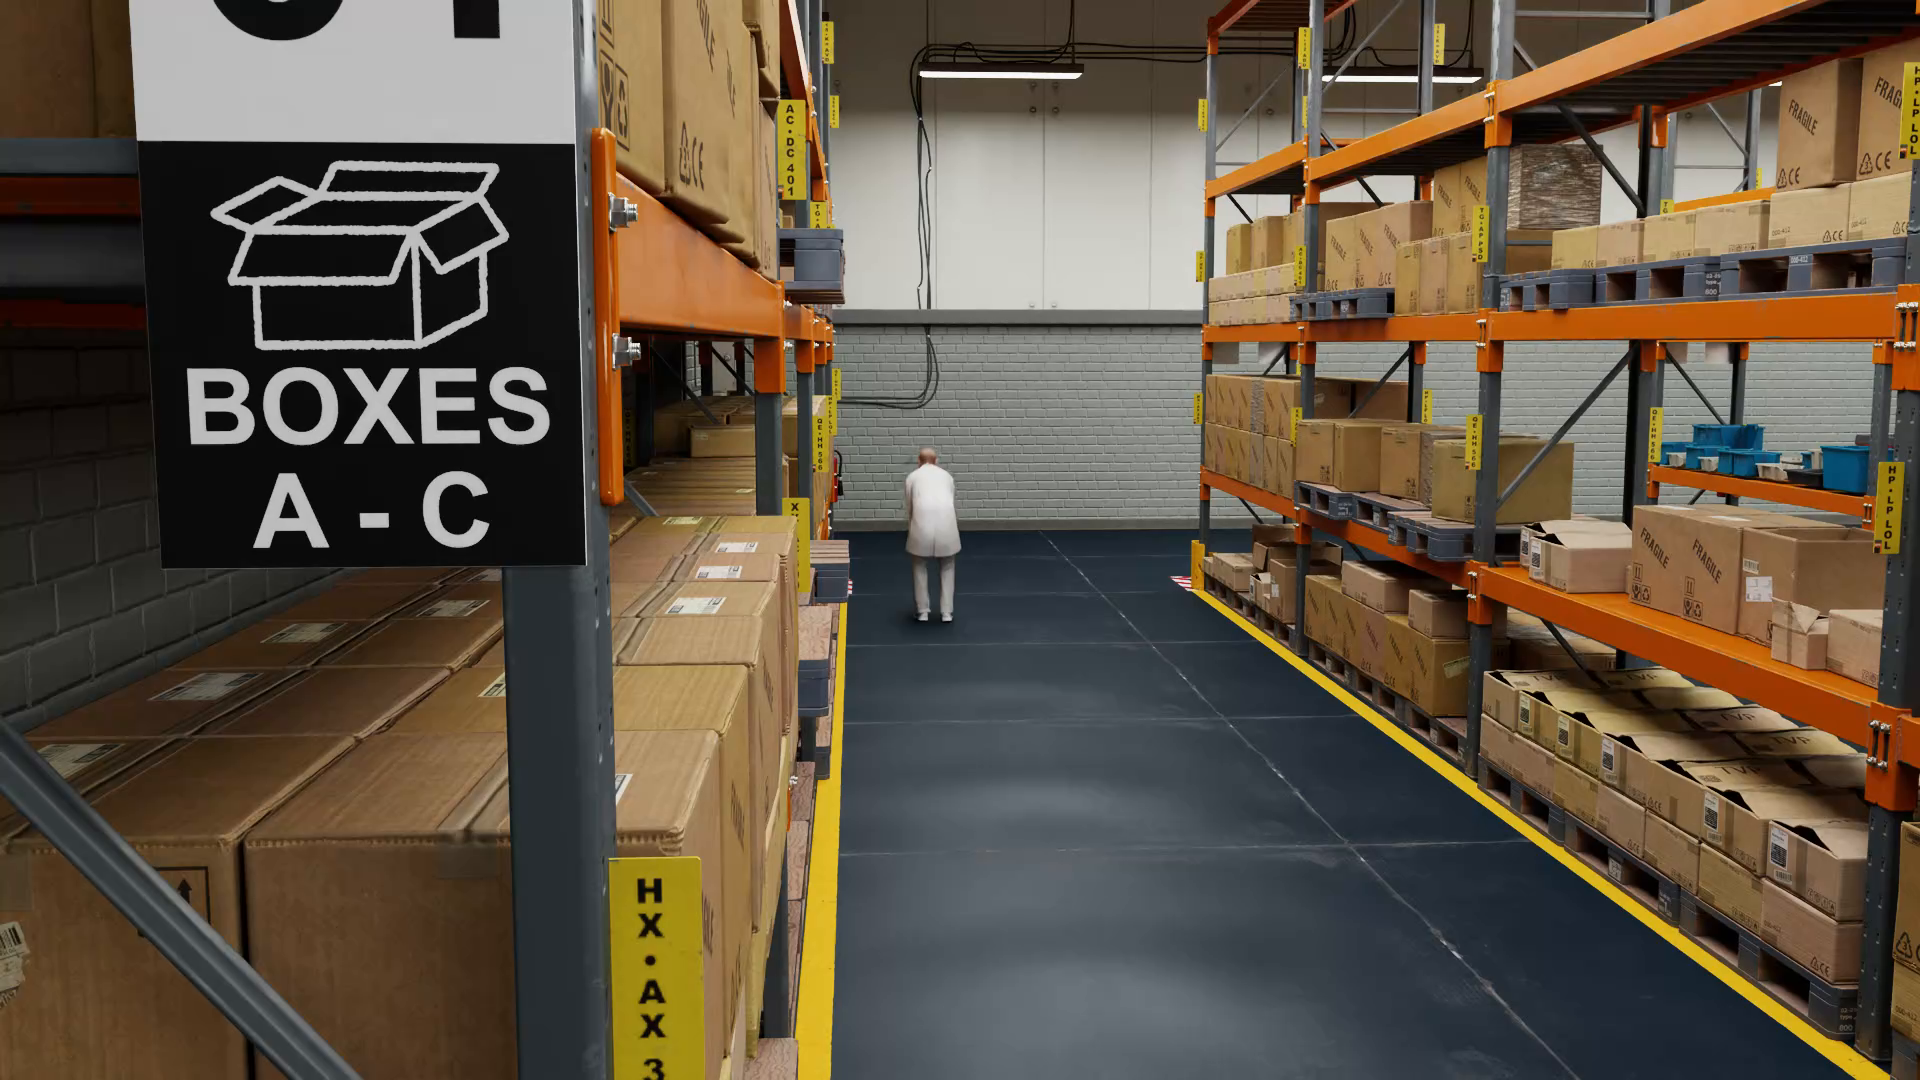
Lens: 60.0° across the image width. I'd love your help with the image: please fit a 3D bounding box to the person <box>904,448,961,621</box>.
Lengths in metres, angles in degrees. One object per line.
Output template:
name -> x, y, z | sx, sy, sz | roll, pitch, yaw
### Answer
person -> -0.267, -0.056, 15.925 | 0.536, 1.633, 0.697 | -1, 7, -6
